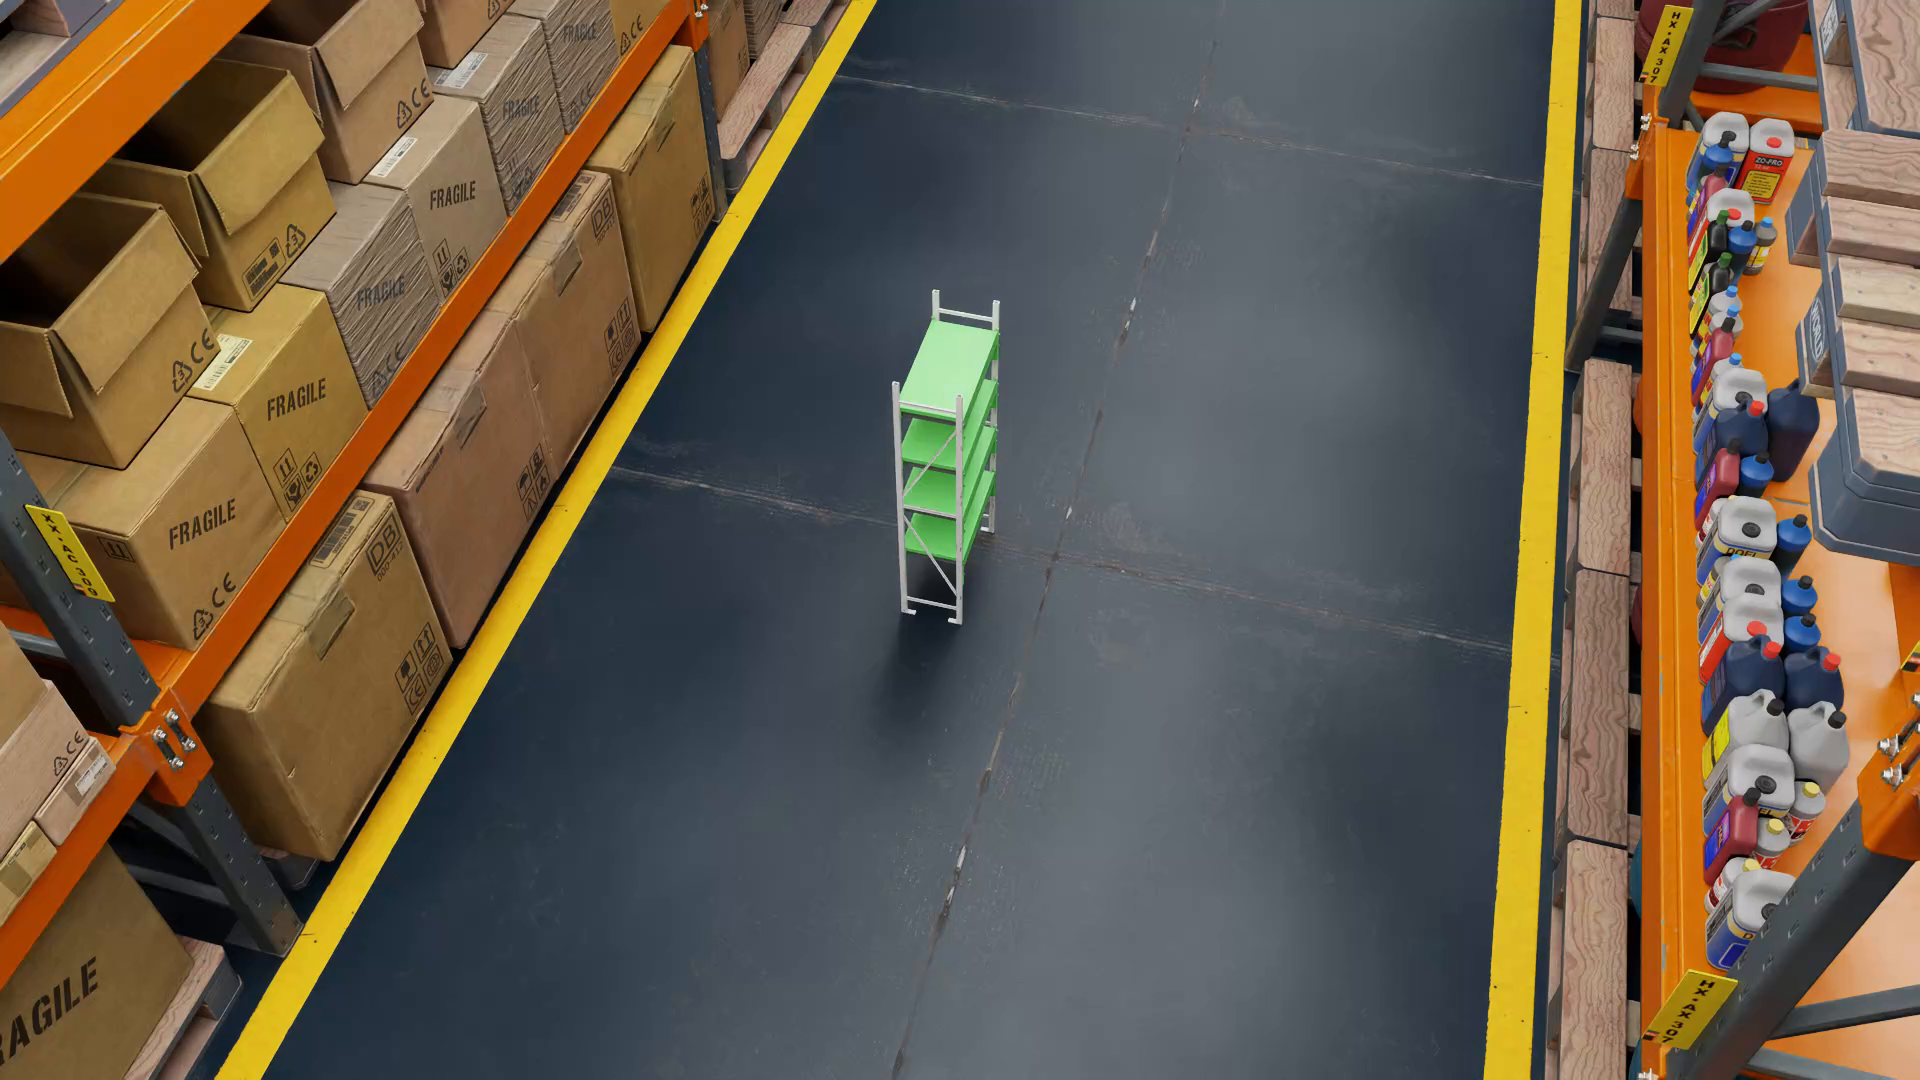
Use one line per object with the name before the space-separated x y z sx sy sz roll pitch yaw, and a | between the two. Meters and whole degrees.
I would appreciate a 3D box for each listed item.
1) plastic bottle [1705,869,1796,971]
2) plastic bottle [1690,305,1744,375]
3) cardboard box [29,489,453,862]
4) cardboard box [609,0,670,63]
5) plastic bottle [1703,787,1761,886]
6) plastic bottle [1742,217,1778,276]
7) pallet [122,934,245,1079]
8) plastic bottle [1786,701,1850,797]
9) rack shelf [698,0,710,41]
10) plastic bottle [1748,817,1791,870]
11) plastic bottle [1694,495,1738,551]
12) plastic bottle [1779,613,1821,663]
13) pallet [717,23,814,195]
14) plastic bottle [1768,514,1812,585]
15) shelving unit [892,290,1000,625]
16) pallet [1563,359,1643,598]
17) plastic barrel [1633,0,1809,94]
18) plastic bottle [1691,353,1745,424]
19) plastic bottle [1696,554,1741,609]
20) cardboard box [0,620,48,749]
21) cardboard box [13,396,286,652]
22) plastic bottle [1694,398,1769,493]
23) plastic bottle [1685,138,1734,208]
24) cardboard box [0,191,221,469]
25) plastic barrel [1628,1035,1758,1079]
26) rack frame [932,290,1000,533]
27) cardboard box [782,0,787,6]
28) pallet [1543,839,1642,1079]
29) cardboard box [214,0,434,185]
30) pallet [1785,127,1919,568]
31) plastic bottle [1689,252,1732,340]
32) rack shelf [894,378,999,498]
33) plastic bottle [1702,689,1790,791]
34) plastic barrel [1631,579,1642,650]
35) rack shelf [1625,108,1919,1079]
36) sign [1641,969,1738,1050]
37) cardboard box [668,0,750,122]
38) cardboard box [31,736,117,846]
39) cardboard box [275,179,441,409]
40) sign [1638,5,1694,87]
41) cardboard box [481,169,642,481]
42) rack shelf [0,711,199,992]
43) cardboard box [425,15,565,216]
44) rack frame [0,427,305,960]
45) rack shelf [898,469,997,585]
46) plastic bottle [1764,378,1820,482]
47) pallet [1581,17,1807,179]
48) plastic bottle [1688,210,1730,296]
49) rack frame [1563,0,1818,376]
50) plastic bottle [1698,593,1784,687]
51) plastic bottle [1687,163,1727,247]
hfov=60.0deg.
plastic bottle | 1.893 0.910 3.948 0.152 0.276 0.135 12 50 10
plastic bottle | 2.428 -0.637 5.316 0.097 0.271 0.097 0 49 0
cardboard box | -2.528 0.337 5.508 1.225 0.875 0.875 12 50 10
cardboard box | -1.515 -2.281 6.614 0.500 0.500 0.500 13 50 11
plastic bottle | 1.910 0.731 4.101 0.061 0.283 0.133 12 50 10
plastic bottle | 2.731 -1.015 5.697 0.097 0.201 0.097 0 49 0
pallet | -2.953 1.697 5.030 1.003 0.211 1.213 12 50 10
plastic bottle | 2.166 0.533 4.231 0.144 0.351 0.185 12 50 10
rack shelf | -1.098 -3.862 8.556 1.077 0.370 4.000 12 50 10
plastic bottle | 1.991 0.760 4.130 0.097 0.201 0.097 0 49 0
plastic bottle | 2.222 -0.049 4.844 0.097 0.201 0.097 0 49 0
plastic bottle | 2.247 0.293 4.495 0.097 0.271 0.097 0 49 0
pallet | -1.417 -2.296 8.554 1.003 0.211 1.213 12 50 10
plastic bottle | 2.343 0.028 4.729 0.097 0.271 0.097 0 49 0
shelving unit | -0.044 -0.277 6.113 0.258 1.200 0.503 12 50 10
pallet | 2.986 -0.175 6.682 1.003 0.211 1.213 12 50 10
plastic barrel | 2.984 -2.116 6.445 0.600 0.536 0.708 12 50 10
plastic bottle | 2.367 -0.470 5.169 0.097 0.271 0.097 0 49 0
plastic bottle | 2.161 0.119 4.696 0.097 0.201 0.097 0 49 0
cardboard box | -2.540 0.328 3.780 0.500 0.500 0.500 13 50 11
cardboard box | -2.315 -0.077 4.669 0.500 0.500 0.500 12 50 10
plastic bottle | 2.317 -0.293 4.959 0.144 0.351 0.185 12 50 10
plastic bottle | 2.671 -1.306 5.906 0.097 0.271 0.097 0 49 0
cardboard box | -2.517 -0.589 4.452 0.797 0.503 0.637 10 49 9
plastic barrel | 2.261 1.383 4.567 0.600 0.901 0.708 12 50 10
rack frame | 0.021 -0.454 6.269 0.240 1.200 0.015 12 50 10
cardboard box | -1.191 -3.275 8.933 0.700 0.500 0.500 15 50 13
pallet | 2.344 1.590 5.125 1.003 0.211 1.213 12 50 10
cardboard box | -2.177 -1.535 5.288 0.797 0.503 0.637 13 50 11
pallet | 2.213 -0.299 3.057 1.213 0.211 1.003 12 50 10
plastic bottle | 2.466 -0.799 5.451 0.061 0.283 0.133 12 50 10
rack shelf | -0.044 -0.394 5.981 0.258 0.148 0.480 12 50 10
plastic bottle | 2.027 0.504 4.256 0.144 0.351 0.185 12 50 10
plastic barrel | 2.744 0.157 5.858 0.600 0.588 0.708 12 50 10
rack shelf | 2.627 0.009 5.140 1.077 0.370 4.000 12 50 10
sign | 1.571 1.016 3.587 0.100 0.325 0.005 12 50 10
cardboard box | -1.468 -2.460 8.213 0.700 0.500 0.500 9 49 8
cardboard box | -2.442 0.608 4.299 0.380 0.149 0.250 12 50 10
cardboard box | -2.052 -0.802 5.310 0.500 0.500 0.500 11 49 9
sign | 2.621 -1.833 6.177 0.100 0.325 0.005 12 50 10
cardboard box | -2.068 -0.951 6.644 1.225 0.875 0.875 12 50 10
rack shelf | -3.204 1.925 3.449 1.077 0.370 4.000 12 50 10
cardboard box | -1.786 -1.545 5.965 0.500 0.500 0.500 10 49 9
rack frame | -2.677 0.240 4.456 1.000 3.000 0.127 12 50 10
rack shelf | -0.044 -0.076 6.341 0.258 0.148 0.480 12 50 10
plastic bottle | 2.499 -0.360 5.019 0.144 0.351 0.185 12 50 10
pallet | 3.718 -2.186 8.457 1.003 0.211 1.213 12 50 10
plastic bottle | 2.527 -0.966 5.598 0.061 0.283 0.133 12 50 10
rack frame | 3.154 -1.676 6.147 1.000 3.000 0.127 12 50 10
plastic bottle | 2.122 0.281 4.503 0.152 0.276 0.135 12 50 10
plastic bottle | 2.597 -1.159 5.769 0.061 0.283 0.133 12 50 10
